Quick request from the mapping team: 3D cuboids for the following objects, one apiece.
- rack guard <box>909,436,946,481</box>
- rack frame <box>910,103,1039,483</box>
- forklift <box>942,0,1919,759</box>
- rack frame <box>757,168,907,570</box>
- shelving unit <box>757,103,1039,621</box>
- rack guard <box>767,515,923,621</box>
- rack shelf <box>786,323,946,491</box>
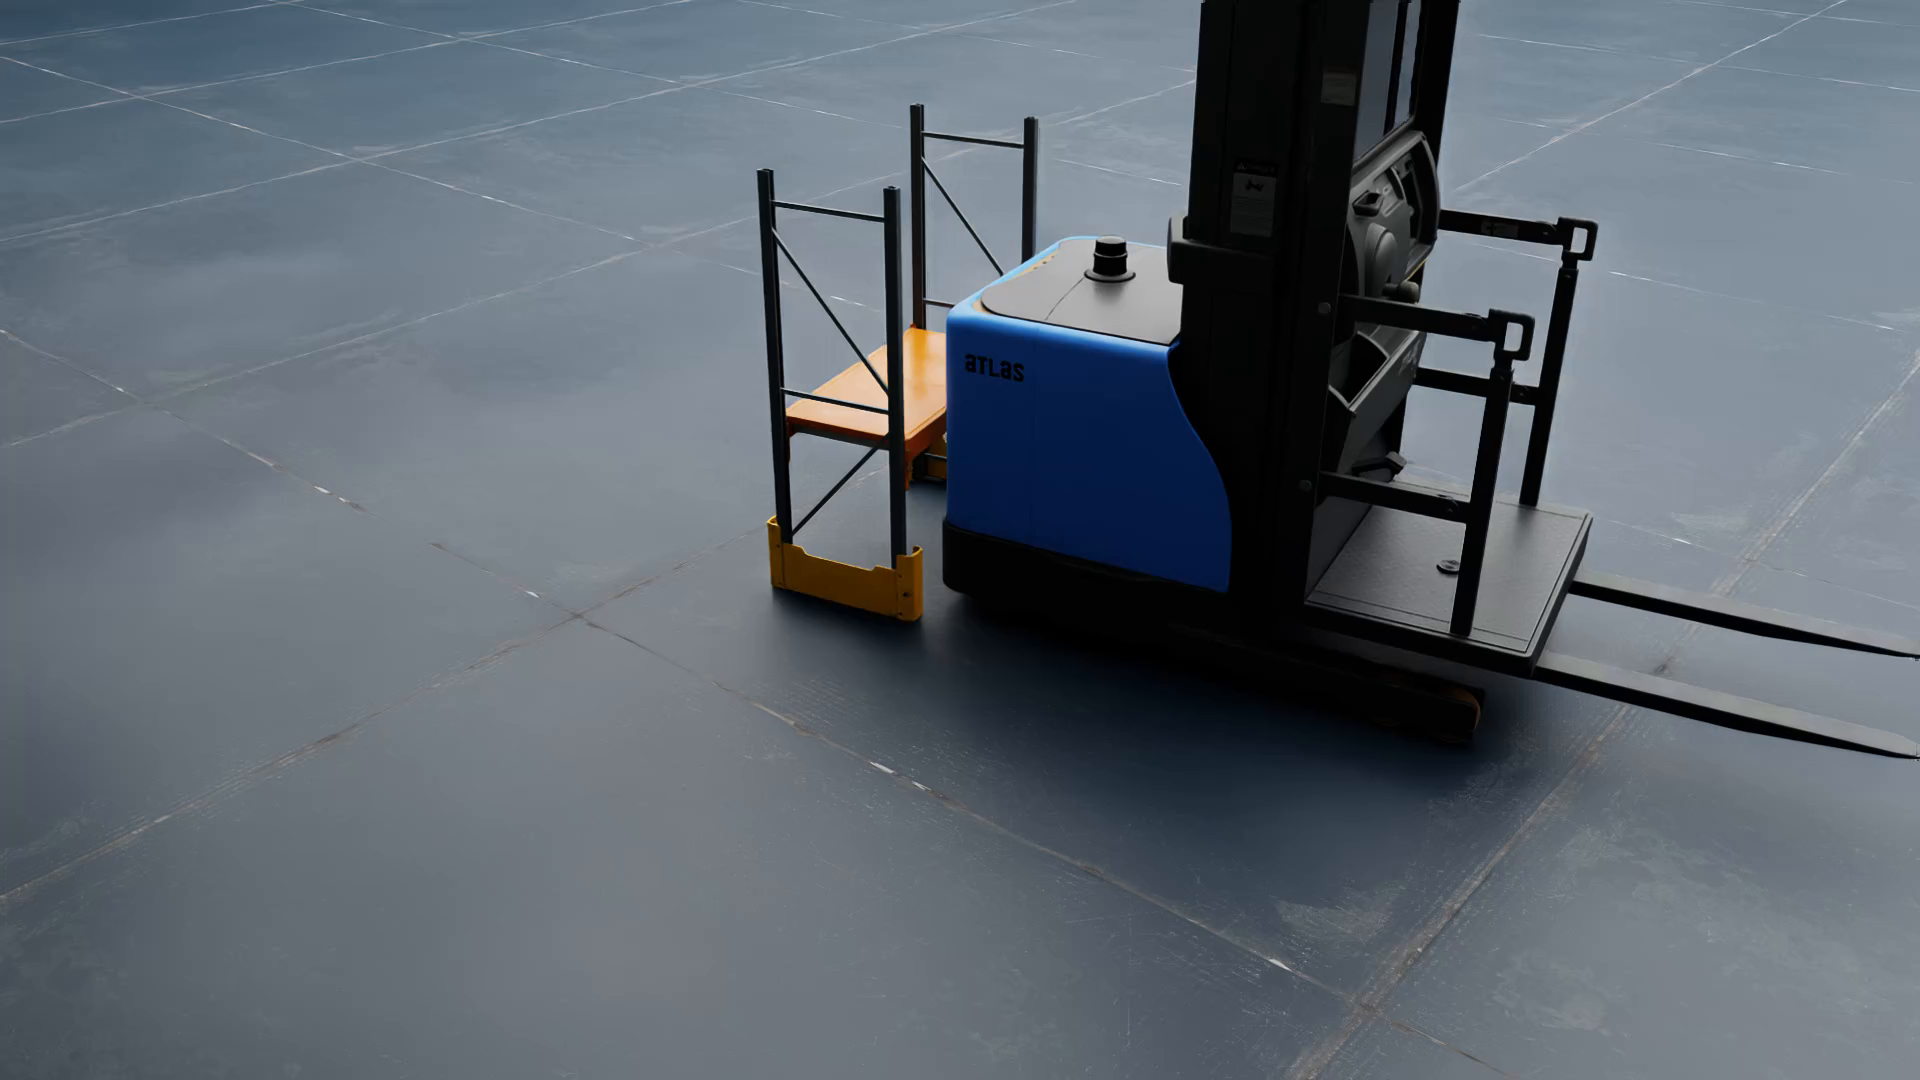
[{"bbox_3d":[0.047,-0.315,6.587,0.587,0.250,0.087,13,30,24],"label":"rack guard"},{"bbox_3d":[0.048,-0.871,6.301,0.500,1.500,0.032,13,30,24],"label":"rack frame"},{"bbox_3d":[1.484,-0.964,4.924,3.031,2.935,1.130,14,30,25],"label":"forklift"},{"bbox_3d":[-0.411,-0.454,5.495,0.500,1.500,0.032,13,30,24],"label":"rack frame"},{"bbox_3d":[-0.177,-0.666,5.906,0.587,1.500,1.083,13,30,24],"label":"shelving unit"},{"bbox_3d":[-0.402,0.093,5.798,0.587,0.250,0.087,13,30,24],"label":"rack guard"},{"bbox_3d":[-0.182,-0.503,5.981,0.538,0.185,1.000,13,30,24],"label":"rack shelf"}]
